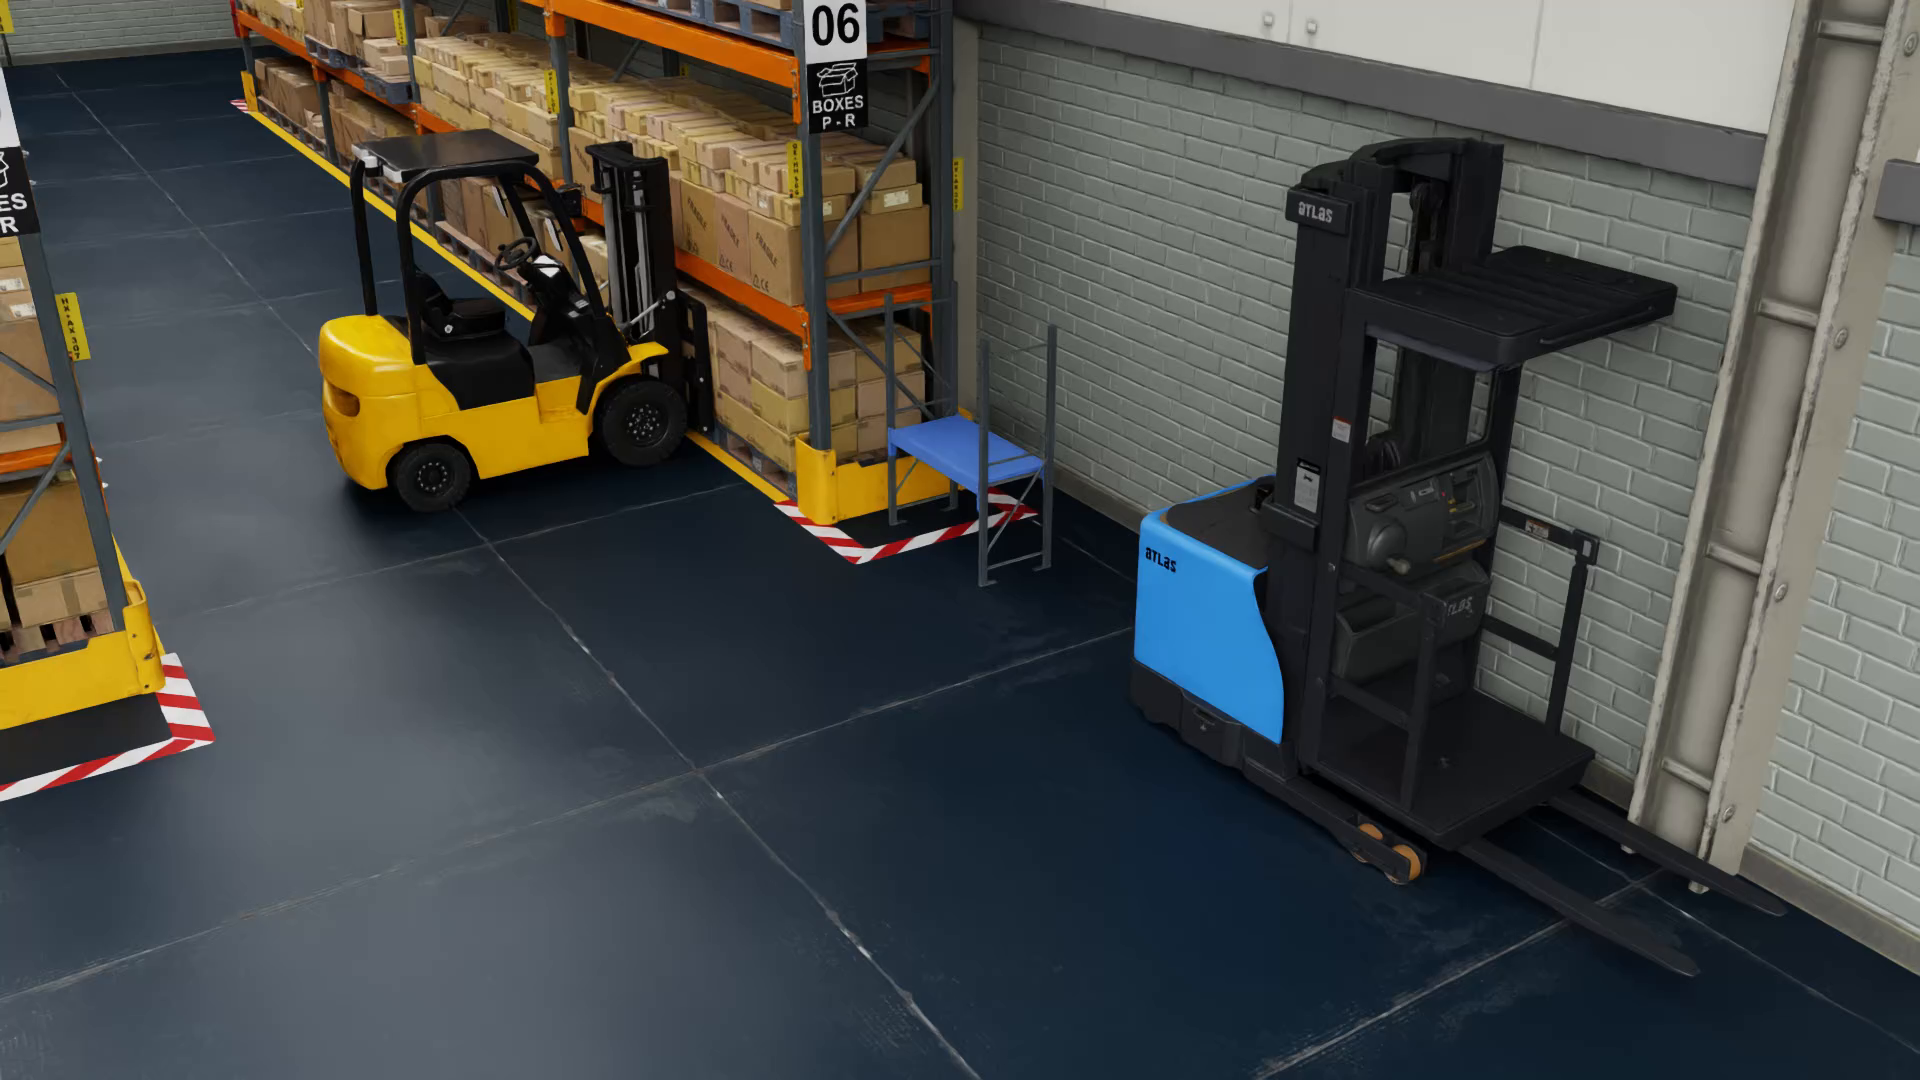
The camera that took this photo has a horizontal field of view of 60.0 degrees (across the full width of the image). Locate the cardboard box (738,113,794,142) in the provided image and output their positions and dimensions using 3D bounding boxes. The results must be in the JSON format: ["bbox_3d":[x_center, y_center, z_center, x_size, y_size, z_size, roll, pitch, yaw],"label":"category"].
[{"bbox_3d":[-1.317,-2.848,11.543,0.380,0.149,0.250,-15,29,-29],"label":"cardboard box"}]

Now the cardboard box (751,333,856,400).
[{"bbox_3d":[-1.005,-1.135,10.699,0.500,0.250,0.500,-14,29,-28],"label":"cardboard box"}]

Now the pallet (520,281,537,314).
[{"bbox_3d":[-3.111,-2.069,14.385,1.003,0.211,1.213,-16,29,-30],"label":"pallet"}]

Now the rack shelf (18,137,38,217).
[{"bbox_3d":[-5.741,-2.233,8.796,1.077,0.370,4.000,-16,29,-30],"label":"rack shelf"}]

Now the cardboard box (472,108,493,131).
[{"bbox_3d":[-3.983,-3.673,14.693,0.500,0.250,0.500,-14,29,-28],"label":"cardboard box"}]

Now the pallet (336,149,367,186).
[{"bbox_3d":[-6.567,-4.394,19.310,1.003,0.211,1.213,-16,29,-30],"label":"pallet"}]

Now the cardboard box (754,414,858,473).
[{"bbox_3d":[-1.013,-0.686,10.918,0.500,0.250,0.500,-15,29,-29],"label":"cardboard box"}]

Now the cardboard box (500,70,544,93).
[{"bbox_3d":[-3.639,-3.844,14.002,0.380,0.149,0.250,-16,30,-31],"label":"cardboard box"}]

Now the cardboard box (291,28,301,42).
[{"bbox_3d":[-7.751,-6.054,19.854,0.380,0.149,0.250,-15,29,-28],"label":"cardboard box"}]

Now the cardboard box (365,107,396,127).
[{"bbox_3d":[-6.305,-4.647,18.256,0.380,0.149,0.250,-14,29,-28],"label":"cardboard box"}]

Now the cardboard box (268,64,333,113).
[{"bbox_3d":[-8.538,-5.871,21.610,0.700,0.500,0.500,-14,29,-27],"label":"cardboard box"}]

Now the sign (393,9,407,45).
[{"bbox_3d":[-5.309,-4.864,15.776,0.100,0.325,0.005,-16,29,-30],"label":"sign"}]

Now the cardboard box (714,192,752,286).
[{"bbox_3d":[-1.256,-1.992,10.840,0.500,0.500,0.500,-15,29,-28],"label":"cardboard box"}]

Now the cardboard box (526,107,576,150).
[{"bbox_3d":[-3.158,-3.350,13.422,0.500,0.250,0.500,-16,30,-31],"label":"cardboard box"}]

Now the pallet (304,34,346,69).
[{"bbox_3d":[-6.698,-5.539,18.694,1.003,0.211,1.213,-16,29,-30],"label":"pallet"}]

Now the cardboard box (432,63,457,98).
[{"bbox_3d":[-4.549,-4.269,15.370,0.500,0.250,0.500,-15,29,-28],"label":"cardboard box"}]

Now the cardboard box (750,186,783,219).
[{"bbox_3d":[-1.080,-2.126,10.364,0.380,0.149,0.250,-15,29,-29],"label":"cardboard box"}]

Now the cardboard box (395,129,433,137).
[{"bbox_3d":[-5.623,-4.171,17.249,0.380,0.149,0.250,-17,30,-31],"label":"cardboard box"}]

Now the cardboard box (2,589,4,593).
[{"bbox_3d":[-5.592,0.153,9.140,0.500,0.250,0.500,-15,29,-29],"label":"cardboard box"}]

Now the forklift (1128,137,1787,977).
[{"bbox_3d":[2.126,-0.088,7.002,1.130,2.935,3.031,-17,30,-32],"label":"forklift"}]

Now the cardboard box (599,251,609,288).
[{"bbox_3d":[-2.404,-2.043,12.621,0.500,0.250,0.500,-15,29,-29],"label":"cardboard box"}]

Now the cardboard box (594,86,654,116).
[{"bbox_3d":[-2.517,-3.297,12.495,0.380,0.149,0.250,-15,29,-29],"label":"cardboard box"}]

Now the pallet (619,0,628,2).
[{"bbox_3d":[-2.188,-4.093,11.996,1.003,0.211,1.213,-16,29,-30],"label":"pallet"}]

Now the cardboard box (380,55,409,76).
[{"bbox_3d":[-5.539,-4.728,16.554,0.380,0.149,0.250,-15,29,-29],"label":"cardboard box"}]

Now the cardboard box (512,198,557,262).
[{"bbox_3d":[-3.387,-2.655,14.650,0.875,0.625,0.625,-16,30,-30],"label":"cardboard box"}]

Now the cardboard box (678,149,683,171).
[{"bbox_3d":[-1.698,-2.605,11.378,0.380,0.149,0.250,-16,30,-30],"label":"cardboard box"}]

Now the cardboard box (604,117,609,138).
[{"bbox_3d":[-2.414,-3.060,12.341,0.380,0.149,0.250,-16,29,-30],"label":"cardboard box"}]

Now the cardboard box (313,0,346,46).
[{"bbox_3d":[-6.683,-5.762,18.332,0.700,0.500,0.500,-15,29,-29],"label":"cardboard box"}]

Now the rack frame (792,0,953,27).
[{"bbox_3d":[-0.492,-4.358,8.940,1.000,3.000,0.127,-16,29,-30],"label":"rack frame"}]

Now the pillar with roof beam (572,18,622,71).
[{"bbox_3d":[-6.999,-5.959,12.333,9.100,9.000,0.400,-16,29,-30],"label":"pillar with roof beam"}]

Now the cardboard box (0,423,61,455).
[{"bbox_3d":[-4.661,-0.543,8.180,0.380,0.149,0.250,-15,29,-29],"label":"cardboard box"}]

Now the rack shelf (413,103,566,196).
[{"bbox_3d":[-3.767,-3.465,14.920,1.077,0.370,4.000,-16,29,-30],"label":"rack shelf"}]

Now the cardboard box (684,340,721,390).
[{"bbox_3d":[-1.584,-1.280,11.591,0.500,0.250,0.500,-16,30,-31],"label":"cardboard box"}]

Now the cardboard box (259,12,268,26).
[{"bbox_3d":[-8.615,-6.600,21.011,0.380,0.149,0.250,-16,30,-31],"label":"cardboard box"}]

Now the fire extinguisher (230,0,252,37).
[{"bbox_3d":[-9.694,-7.109,22.322,0.296,0.674,0.183,-16,29,-30],"label":"fire extinguisher"}]

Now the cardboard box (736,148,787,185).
[{"bbox_3d":[-1.190,-2.365,10.521,0.380,0.149,0.250,-15,29,-28],"label":"cardboard box"}]

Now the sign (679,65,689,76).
[{"bbox_3d":[-2.211,-3.633,13.324,0.100,0.325,0.005,-16,29,-30],"label":"sign"}]

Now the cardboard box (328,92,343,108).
[{"bbox_3d":[-7.070,-5.099,19.215,0.380,0.149,0.250,-14,29,-27],"label":"cardboard box"}]

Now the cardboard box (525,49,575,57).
[{"bbox_3d":[-3.709,-4.348,15.070,0.380,0.149,0.250,-16,30,-30],"label":"cardboard box"}]

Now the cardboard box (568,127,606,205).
[{"bbox_3d":[-2.652,-2.901,12.764,0.500,0.500,0.500,-16,30,-31],"label":"cardboard box"}]

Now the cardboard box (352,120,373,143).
[{"bbox_3d":[-6.400,-4.403,18.500,0.500,0.500,0.500,-17,30,-31],"label":"cardboard box"}]

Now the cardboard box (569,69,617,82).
[{"bbox_3d":[-3.083,-3.874,14.065,0.380,0.149,0.250,-16,30,-30],"label":"cardboard box"}]

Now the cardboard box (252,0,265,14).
[{"bbox_3d":[-8.650,-6.848,21.070,0.500,0.250,0.500,-16,30,-31],"label":"cardboard box"}]

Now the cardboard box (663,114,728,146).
[{"bbox_3d":[-1.830,-2.838,11.523,0.380,0.149,0.250,-15,29,-29],"label":"cardboard box"}]

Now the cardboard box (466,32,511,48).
[{"bbox_3d":[-4.512,-4.775,15.975,0.380,0.149,0.250,-15,29,-28],"label":"cardboard box"}]

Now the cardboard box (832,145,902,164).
[{"bbox_3d":[-0.589,-2.397,10.589,0.380,0.149,0.250,-14,29,-28],"label":"cardboard box"}]

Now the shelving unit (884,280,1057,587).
[{"bbox_3d":[0.047,-0.648,9.865,0.538,1.500,1.048,-16,29,-30],"label":"shelving unit"}]

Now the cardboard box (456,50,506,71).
[{"bbox_3d":[-4.308,-4.307,14.984,0.380,0.149,0.250,-15,29,-29],"label":"cardboard box"}]

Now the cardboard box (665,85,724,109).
[{"bbox_3d":[-1.990,-3.314,12.530,0.380,0.149,0.250,-16,30,-30],"label":"cardboard box"}]

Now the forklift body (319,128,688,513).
[{"bbox_3d":[-3.056,-1.514,10.938,2.313,2.155,1.214,-16,29,-30],"label":"forklift body"}]
